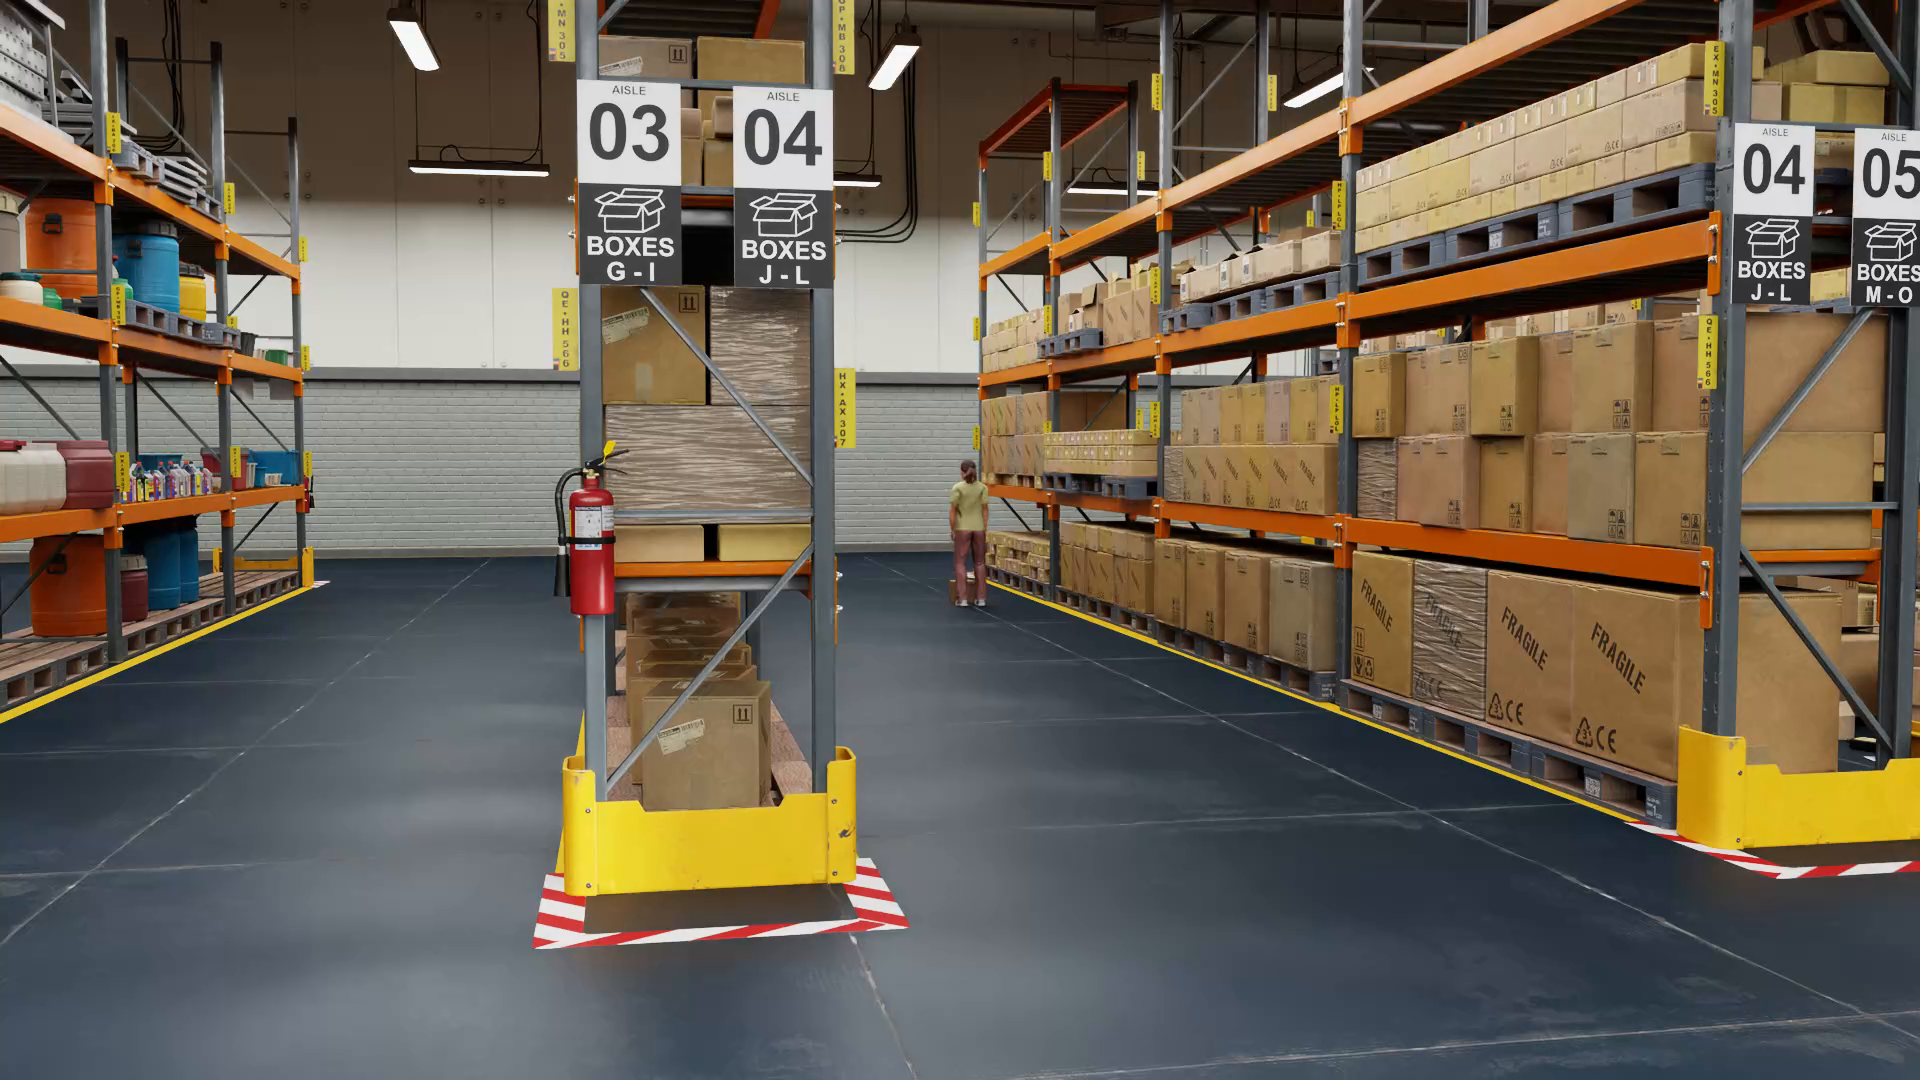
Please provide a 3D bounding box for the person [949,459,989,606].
[{"bbox_3d":[0.099,-0.079,18.793,0.455,1.661,0.356,-1,3,-10],"label":"person"}]
